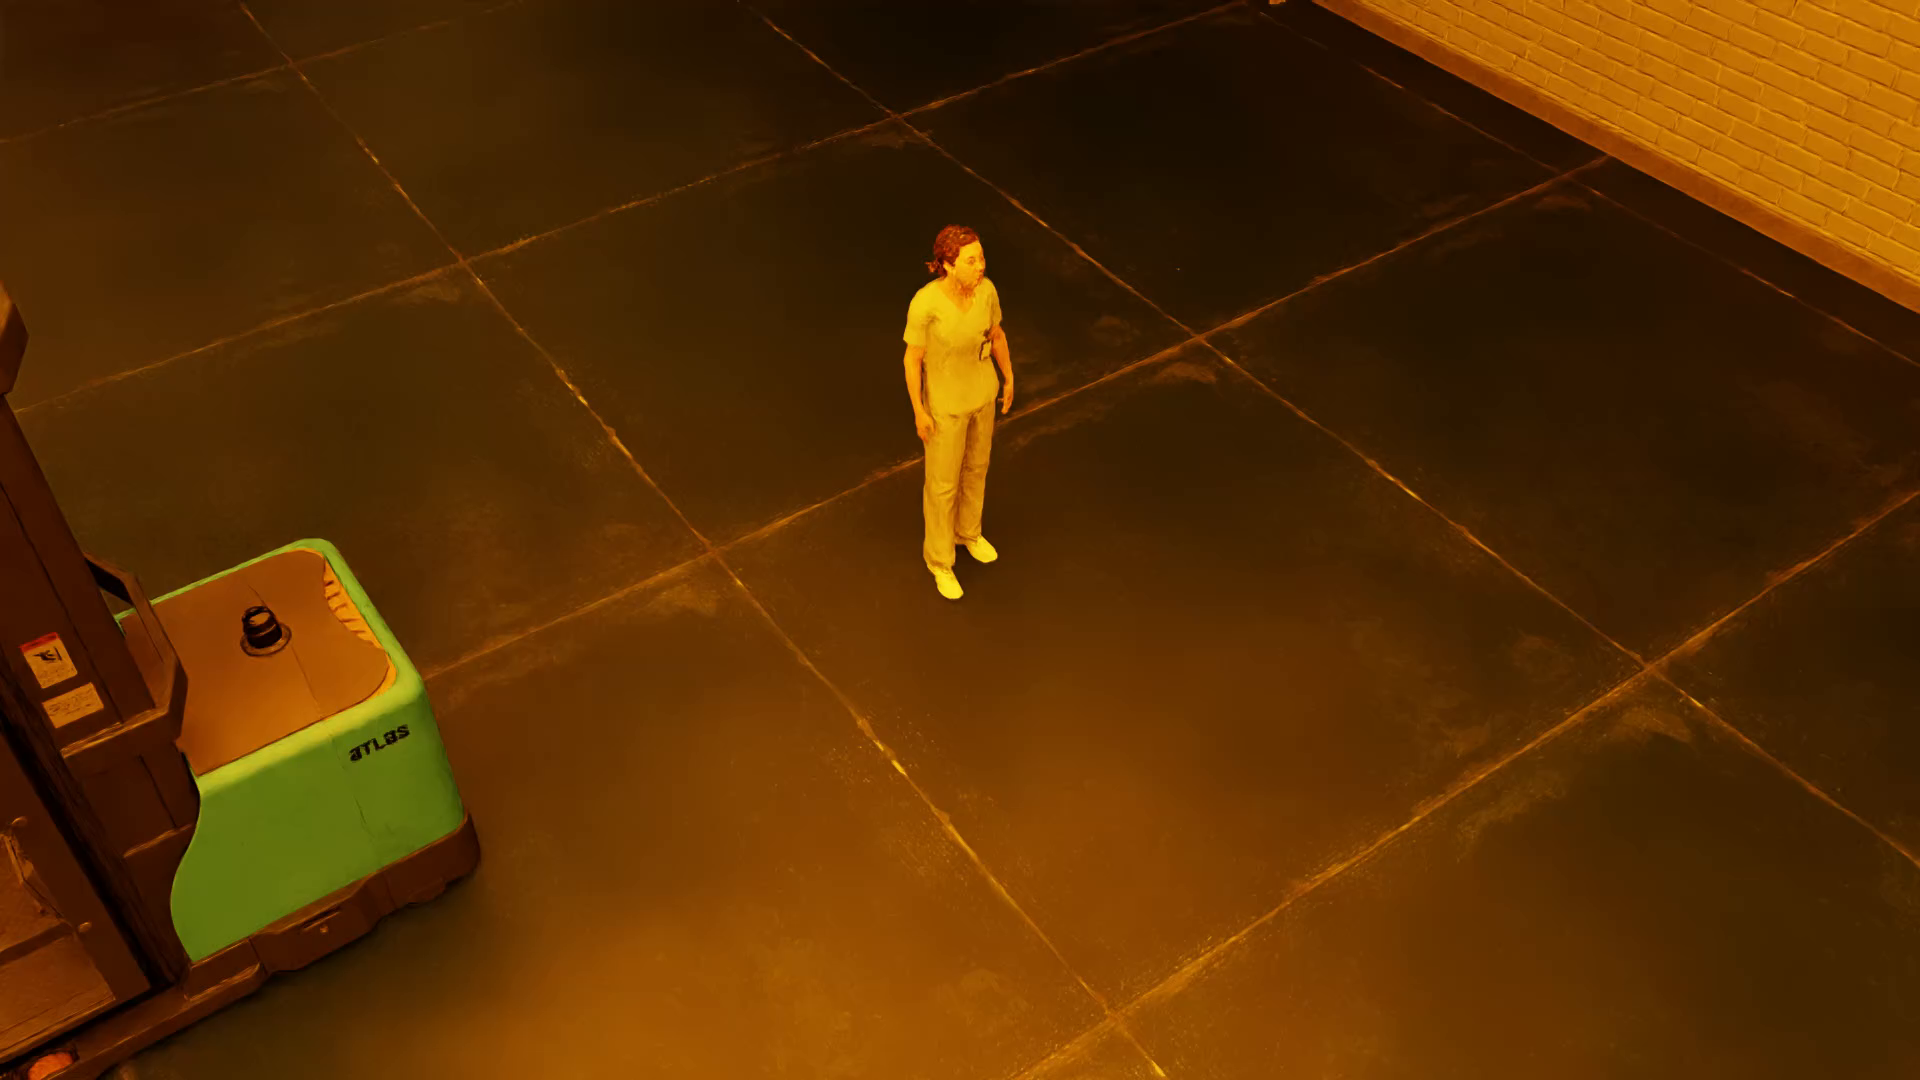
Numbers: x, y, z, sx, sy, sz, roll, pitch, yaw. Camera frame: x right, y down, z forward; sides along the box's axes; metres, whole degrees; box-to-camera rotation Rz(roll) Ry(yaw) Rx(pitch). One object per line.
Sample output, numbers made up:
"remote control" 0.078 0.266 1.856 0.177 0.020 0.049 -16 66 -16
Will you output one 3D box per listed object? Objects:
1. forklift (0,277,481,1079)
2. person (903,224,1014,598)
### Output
"forklift" -3.350 0.530 5.141 3.031 2.935 1.130 -26 49 -26
"person" 0.031 -0.575 7.255 0.550 1.674 0.548 -25 48 -25
